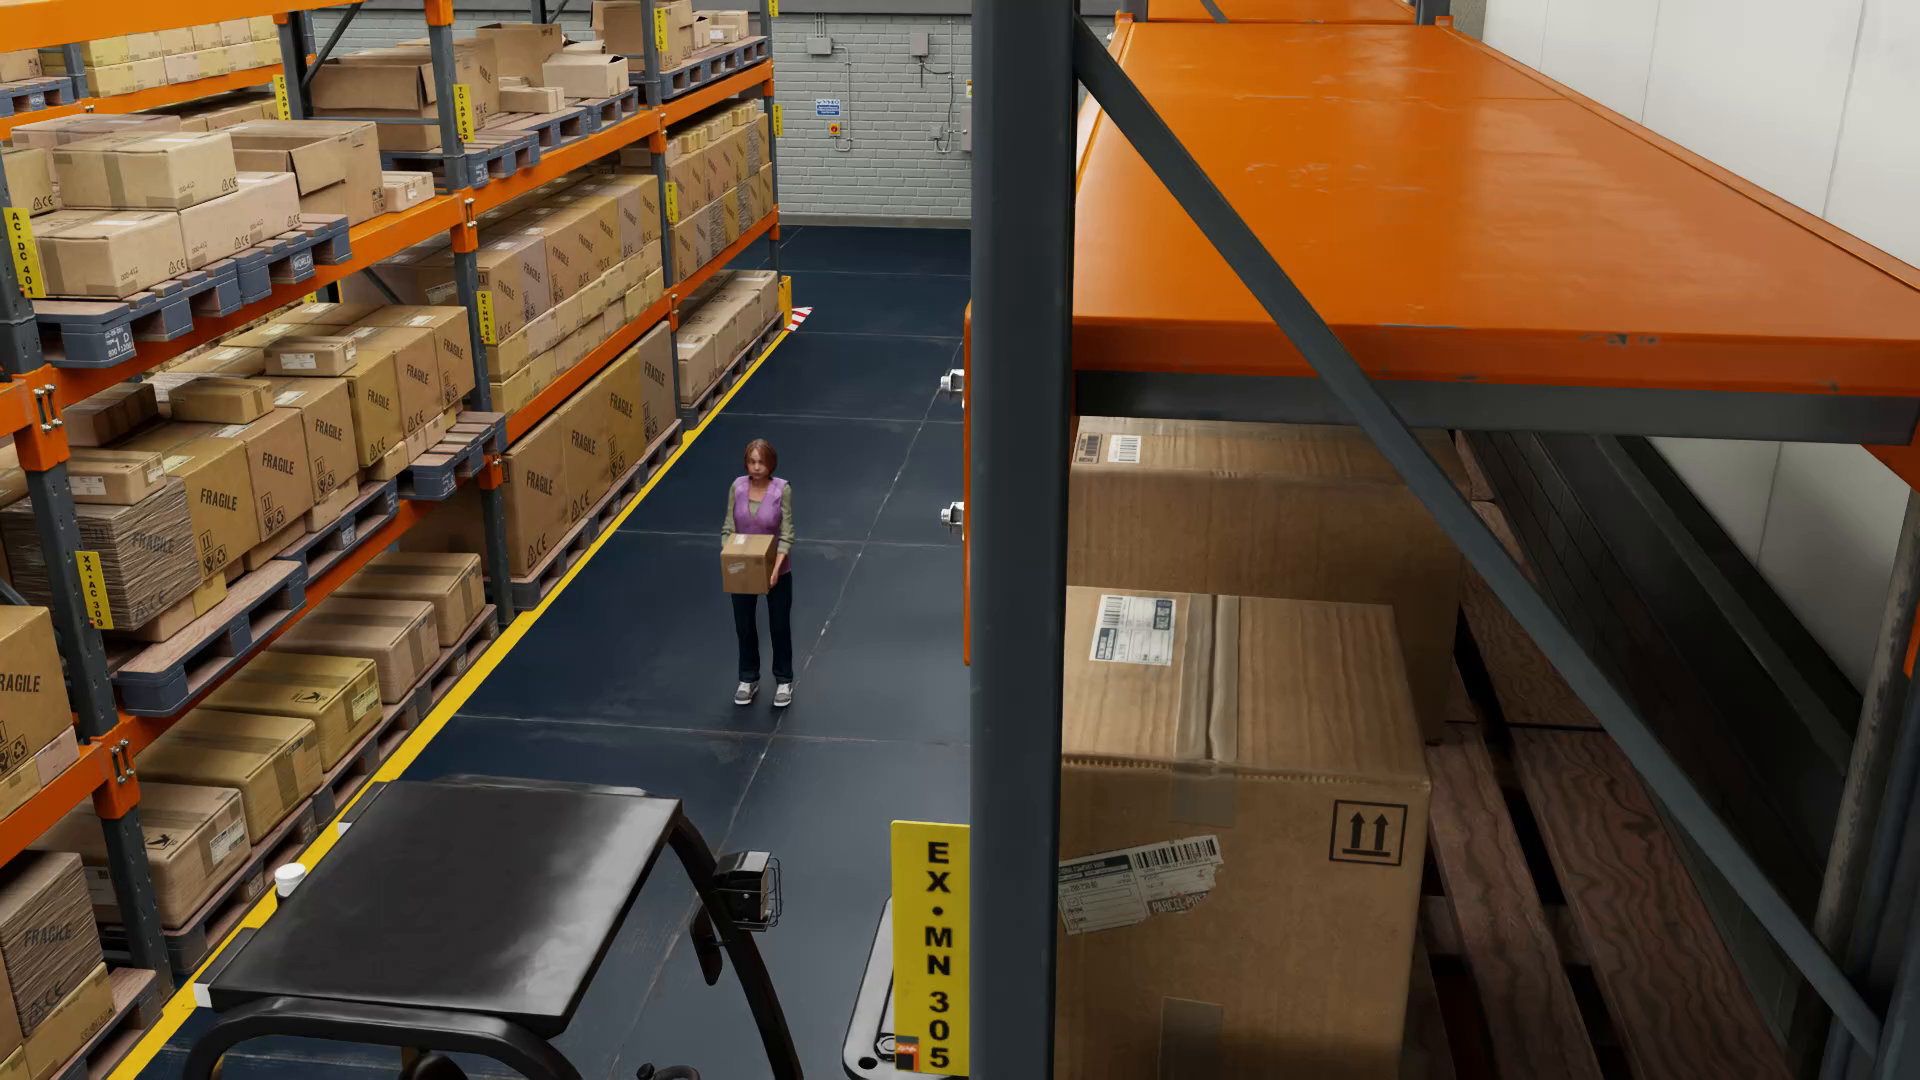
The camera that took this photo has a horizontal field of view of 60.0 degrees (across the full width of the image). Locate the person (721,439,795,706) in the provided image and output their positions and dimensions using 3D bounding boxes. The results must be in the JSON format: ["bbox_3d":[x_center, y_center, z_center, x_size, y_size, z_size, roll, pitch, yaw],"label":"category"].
[{"bbox_3d":[-1.156,0.217,9.543,0.425,1.596,0.489,2,22,6],"label":"person"}]
